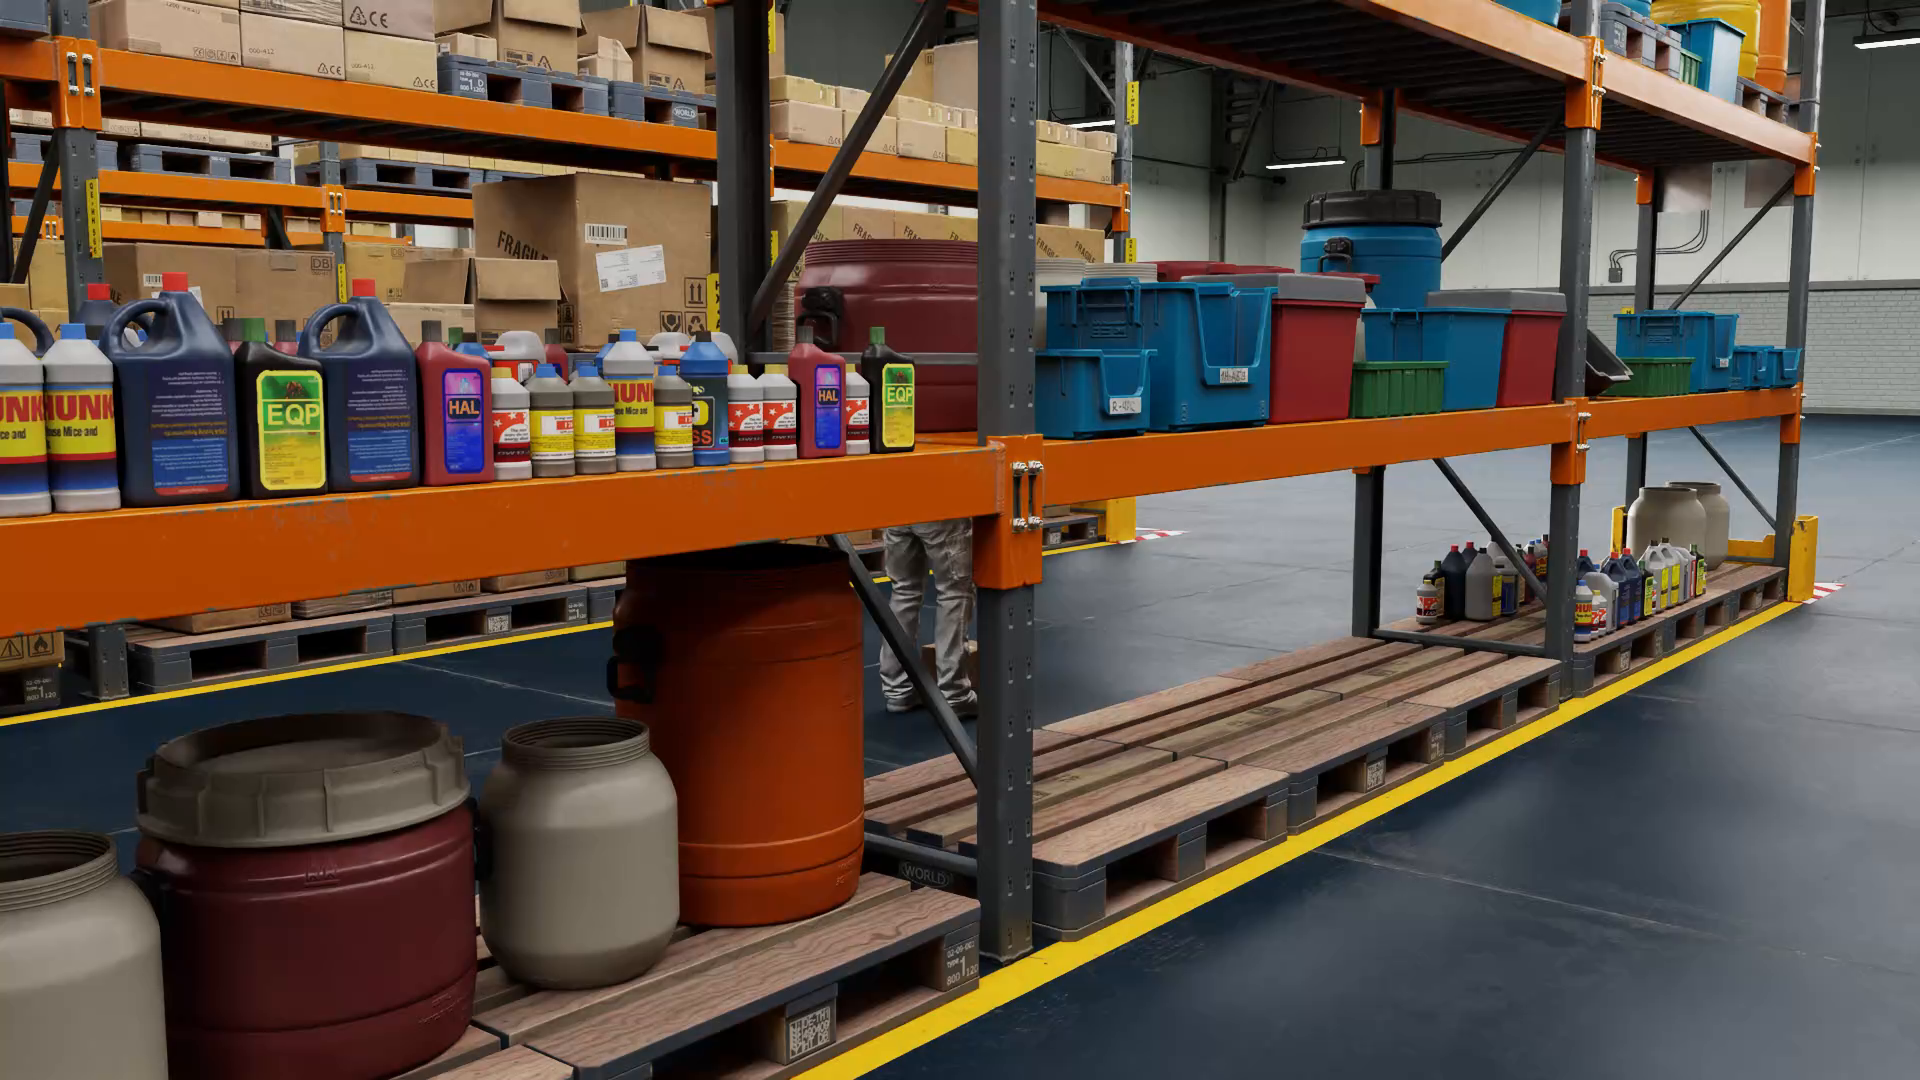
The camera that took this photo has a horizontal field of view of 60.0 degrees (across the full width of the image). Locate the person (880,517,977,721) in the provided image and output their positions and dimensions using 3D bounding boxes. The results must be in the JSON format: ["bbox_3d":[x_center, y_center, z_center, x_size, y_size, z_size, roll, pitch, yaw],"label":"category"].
[{"bbox_3d":[-0.125,-0.151,6.985,0.618,1.775,0.446,5,8,39],"label":"person"}]
